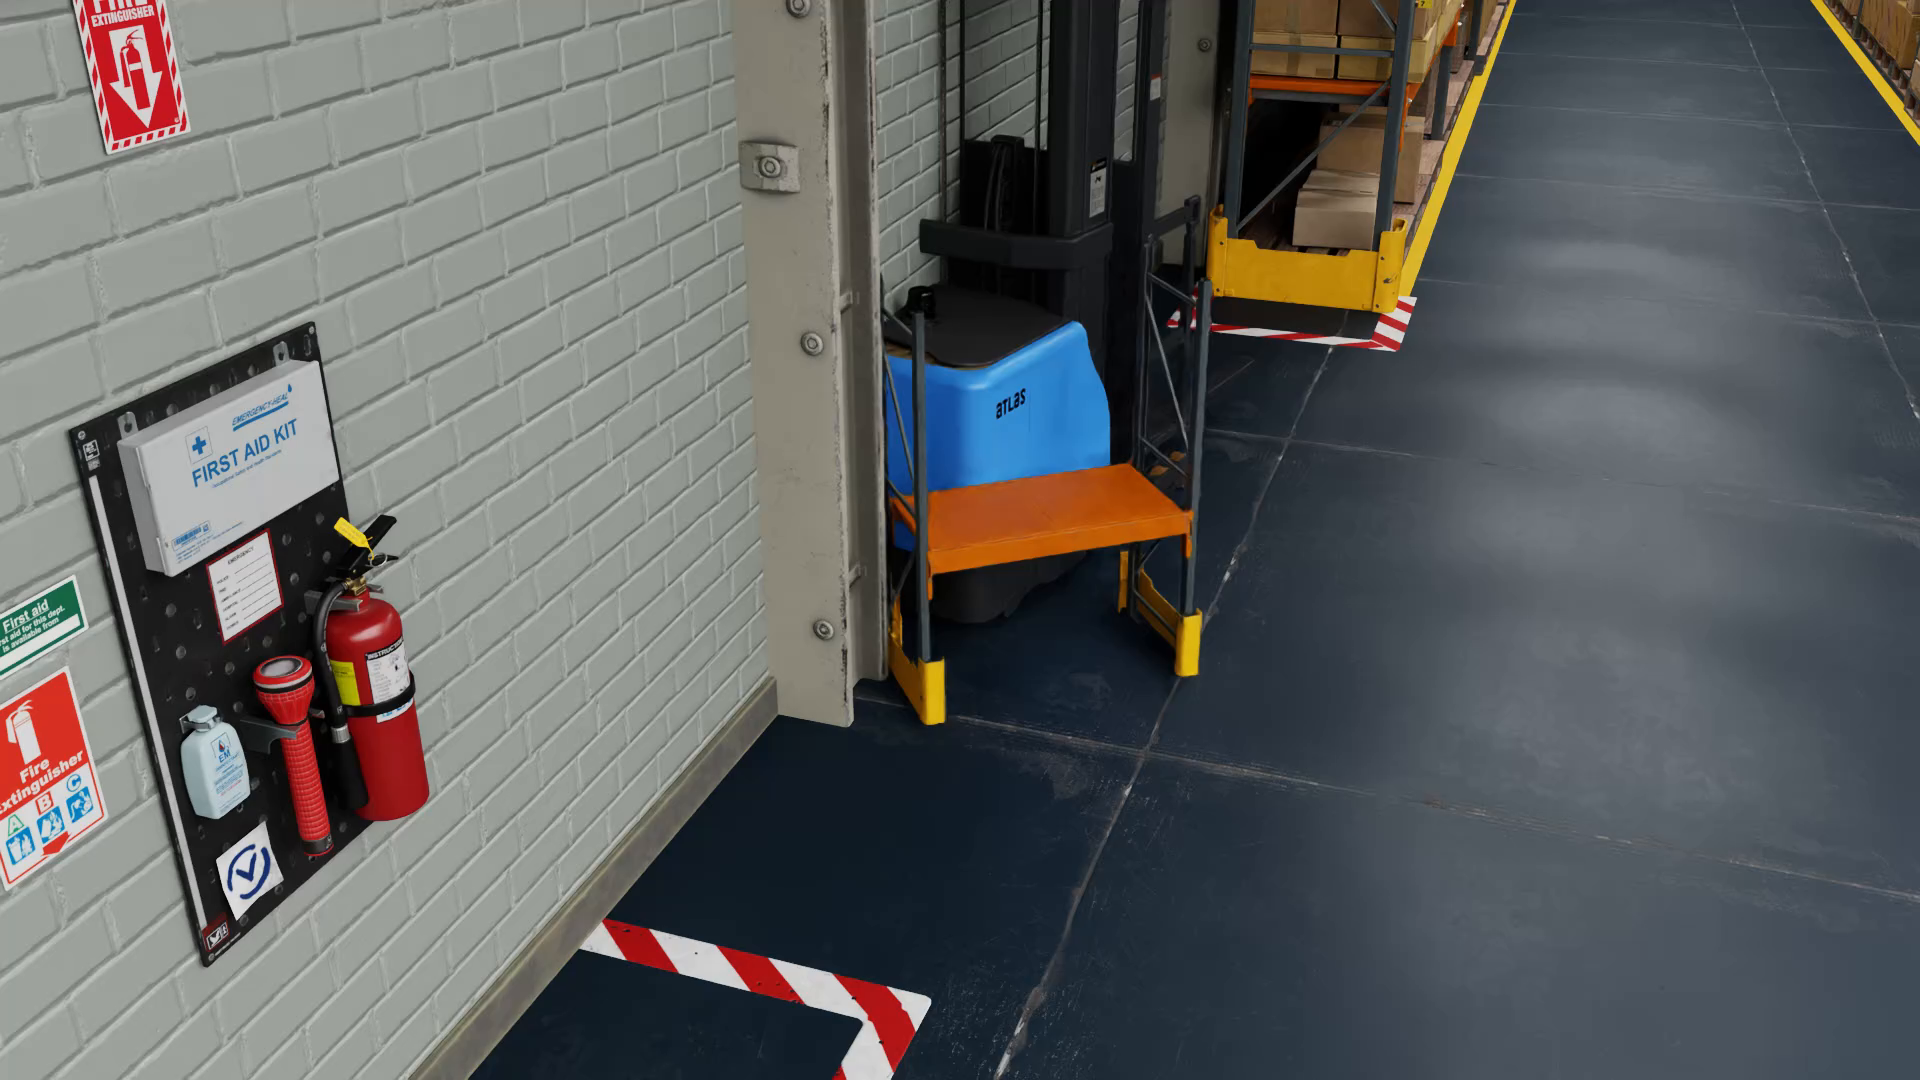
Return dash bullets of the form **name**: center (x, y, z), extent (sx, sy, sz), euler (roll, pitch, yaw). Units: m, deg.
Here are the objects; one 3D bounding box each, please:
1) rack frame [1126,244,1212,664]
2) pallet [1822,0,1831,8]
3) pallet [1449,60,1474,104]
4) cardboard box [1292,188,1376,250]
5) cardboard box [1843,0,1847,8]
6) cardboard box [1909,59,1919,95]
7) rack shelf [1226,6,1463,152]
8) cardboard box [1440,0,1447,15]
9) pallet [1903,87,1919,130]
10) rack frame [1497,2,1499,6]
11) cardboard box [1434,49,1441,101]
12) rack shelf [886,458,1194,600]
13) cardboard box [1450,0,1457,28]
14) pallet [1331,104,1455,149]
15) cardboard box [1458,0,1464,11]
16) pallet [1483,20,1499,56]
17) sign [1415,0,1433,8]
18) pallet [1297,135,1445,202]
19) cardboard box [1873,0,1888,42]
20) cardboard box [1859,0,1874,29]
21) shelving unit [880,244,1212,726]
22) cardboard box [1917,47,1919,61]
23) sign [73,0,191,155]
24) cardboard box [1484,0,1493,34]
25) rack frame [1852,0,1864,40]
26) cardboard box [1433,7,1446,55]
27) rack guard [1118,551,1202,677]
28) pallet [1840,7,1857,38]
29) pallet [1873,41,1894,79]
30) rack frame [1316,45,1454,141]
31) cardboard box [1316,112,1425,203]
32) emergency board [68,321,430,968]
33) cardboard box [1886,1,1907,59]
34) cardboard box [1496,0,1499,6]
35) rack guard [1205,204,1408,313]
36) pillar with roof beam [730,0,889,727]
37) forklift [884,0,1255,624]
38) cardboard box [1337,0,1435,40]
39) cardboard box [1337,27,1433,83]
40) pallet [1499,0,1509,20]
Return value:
- **rack frame**: center (0.756, -0.290, 6.112), extent (0.032, 1.500, 0.500), euler (-9, 27, -17)
- **pallet**: center (11.811, -7.087, 21.646), extent (1.003, 0.211, 1.213), euler (9, 27, 17)
- **pallet**: center (4.505, -4.555, 16.415), extent (1.003, 0.211, 1.213), euler (9, 27, 17)
- **cardboard box**: center (2.419, -2.102, 10.731), extent (0.500, 0.311, 0.500), euler (6, 26, 12)
- **cardboard box**: center (10.760, -6.411, 19.815), extent (0.380, 0.149, 0.250), euler (9, 27, 17)
- **cardboard box**: center (8.988, -4.193, 15.141), extent (0.500, 0.250, 0.500), euler (9, 27, 17)
- **rack shelf**: center (2.770, -3.341, 11.535), extent (1.077, 0.370, 4.000), euler (9, 27, 17)
- **cardboard box**: center (2.898, -3.688, 10.714), extent (0.500, 0.500, 0.500), euler (8, 27, 16)
- **pallet**: center (9.128, -3.826, 14.911), extent (1.003, 0.211, 1.213), euler (9, 27, 17)
- **rack frame**: center (6.097, -7.775, 19.866), extent (1.000, 3.000, 0.127), euler (9, 27, 17)
- **cardboard box**: center (3.997, -4.288, 15.029), extent (0.700, 0.500, 0.500), euler (9, 27, 18)
- **rack shelf**: center (0.278, -0.053, 6.040), extent (1.000, 0.185, 0.538), euler (-9, 27, -17)
- **cardboard box**: center (3.237, -3.778, 11.759), extent (0.500, 0.250, 0.500), euler (9, 27, 17)
- **pallet**: center (3.693, -3.552, 14.344), extent (1.003, 0.211, 1.213), euler (9, 27, 17)
- **cardboard box**: center (3.564, -4.190, 12.611), extent (0.500, 0.250, 0.500), euler (9, 27, 18)
- **pallet**: center (5.507, -5.689, 18.757), extent (1.003, 0.211, 1.213), euler (9, 27, 17)
- **sign**: center (2.616, -3.154, 9.329), extent (0.100, 0.325, 0.005), euler (9, 27, 17)
- **pallet**: center (3.245, -2.951, 13.103), extent (1.003, 0.211, 1.213), euler (9, 27, 17)
- **cardboard box**: center (10.039, -5.542, 17.618), extent (0.500, 0.500, 0.500), euler (9, 27, 18)
- **cardboard box**: center (10.379, -5.967, 18.496), extent (0.500, 0.500, 0.500), euler (8, 27, 15)
- **shelving unit**: center (0.285, -0.216, 5.966), extent (1.083, 1.500, 0.587), euler (-9, 27, -17)
- **cardboard box**: center (8.988, -4.445, 15.019), extent (0.500, 0.311, 0.500), euler (10, 27, 19)
- **sign**: center (-1.430, -0.835, 2.873), extent (0.001, 0.298, 0.199), euler (9, 27, 17)
- **cardboard box**: center (5.432, -5.995, 18.174), extent (0.750, 0.750, 0.750), euler (9, 27, 17)
- **rack frame**: center (10.770, -7.058, 18.385), extent (1.000, 3.000, 0.127), euler (9, 27, 17)
- **cardboard box**: center (2.901, -3.363, 10.903), extent (0.500, 0.250, 0.500), euler (8, 27, 17)
- **rack guard**: center (0.760, 0.275, 6.380), extent (0.087, 0.250, 0.587), euler (-9, 27, -17)
- **pallet**: center (11.000, -6.085, 19.575), extent (1.003, 0.211, 1.213), euler (9, 27, 17)
- **pallet**: center (10.131, -4.960, 17.252), extent (1.003, 0.211, 1.213), euler (9, 27, 17)
- **rack frame**: center (3.435, -4.487, 13.076), extent (1.000, 3.000, 0.127), euler (9, 27, 17)
- **cardboard box**: center (2.900, -2.716, 11.781), extent (0.700, 0.500, 0.500), euler (7, 27, 14)
- **emergency board**: center (-1.334, 0.219, 3.355), extent (0.194, 1.169, 0.643), euler (9, 27, 17)
- **cardboard box**: center (9.701, -5.118, 16.742), extent (0.500, 0.500, 0.500), euler (8, 27, 16)
- **cardboard box**: center (6.004, -6.710, 19.652), extent (0.750, 0.750, 0.750), euler (9, 27, 18)
- **rack guard**: center (2.130, -1.750, 10.290), extent (1.175, 0.500, 0.348), euler (9, 27, 17)
- **pillar with roof beam**: center (3.584, -2.867, 2.844), extent (9.100, 9.000, 0.400), euler (9, 27, 17)
- **forklift**: center (0.448, -1.592, 7.175), extent (1.130, 2.935, 3.031), euler (15, 30, 29)
- **cardboard box**: center (2.547, -3.275, 9.861), extent (0.500, 0.500, 0.500), euler (9, 27, 18)
- **cardboard box**: center (2.566, -2.939, 10.028), extent (0.500, 0.250, 0.500), euler (8, 27, 16)
- **pallet**: center (6.424, -6.821, 21.095), extent (1.003, 0.211, 1.213), euler (9, 27, 17)
